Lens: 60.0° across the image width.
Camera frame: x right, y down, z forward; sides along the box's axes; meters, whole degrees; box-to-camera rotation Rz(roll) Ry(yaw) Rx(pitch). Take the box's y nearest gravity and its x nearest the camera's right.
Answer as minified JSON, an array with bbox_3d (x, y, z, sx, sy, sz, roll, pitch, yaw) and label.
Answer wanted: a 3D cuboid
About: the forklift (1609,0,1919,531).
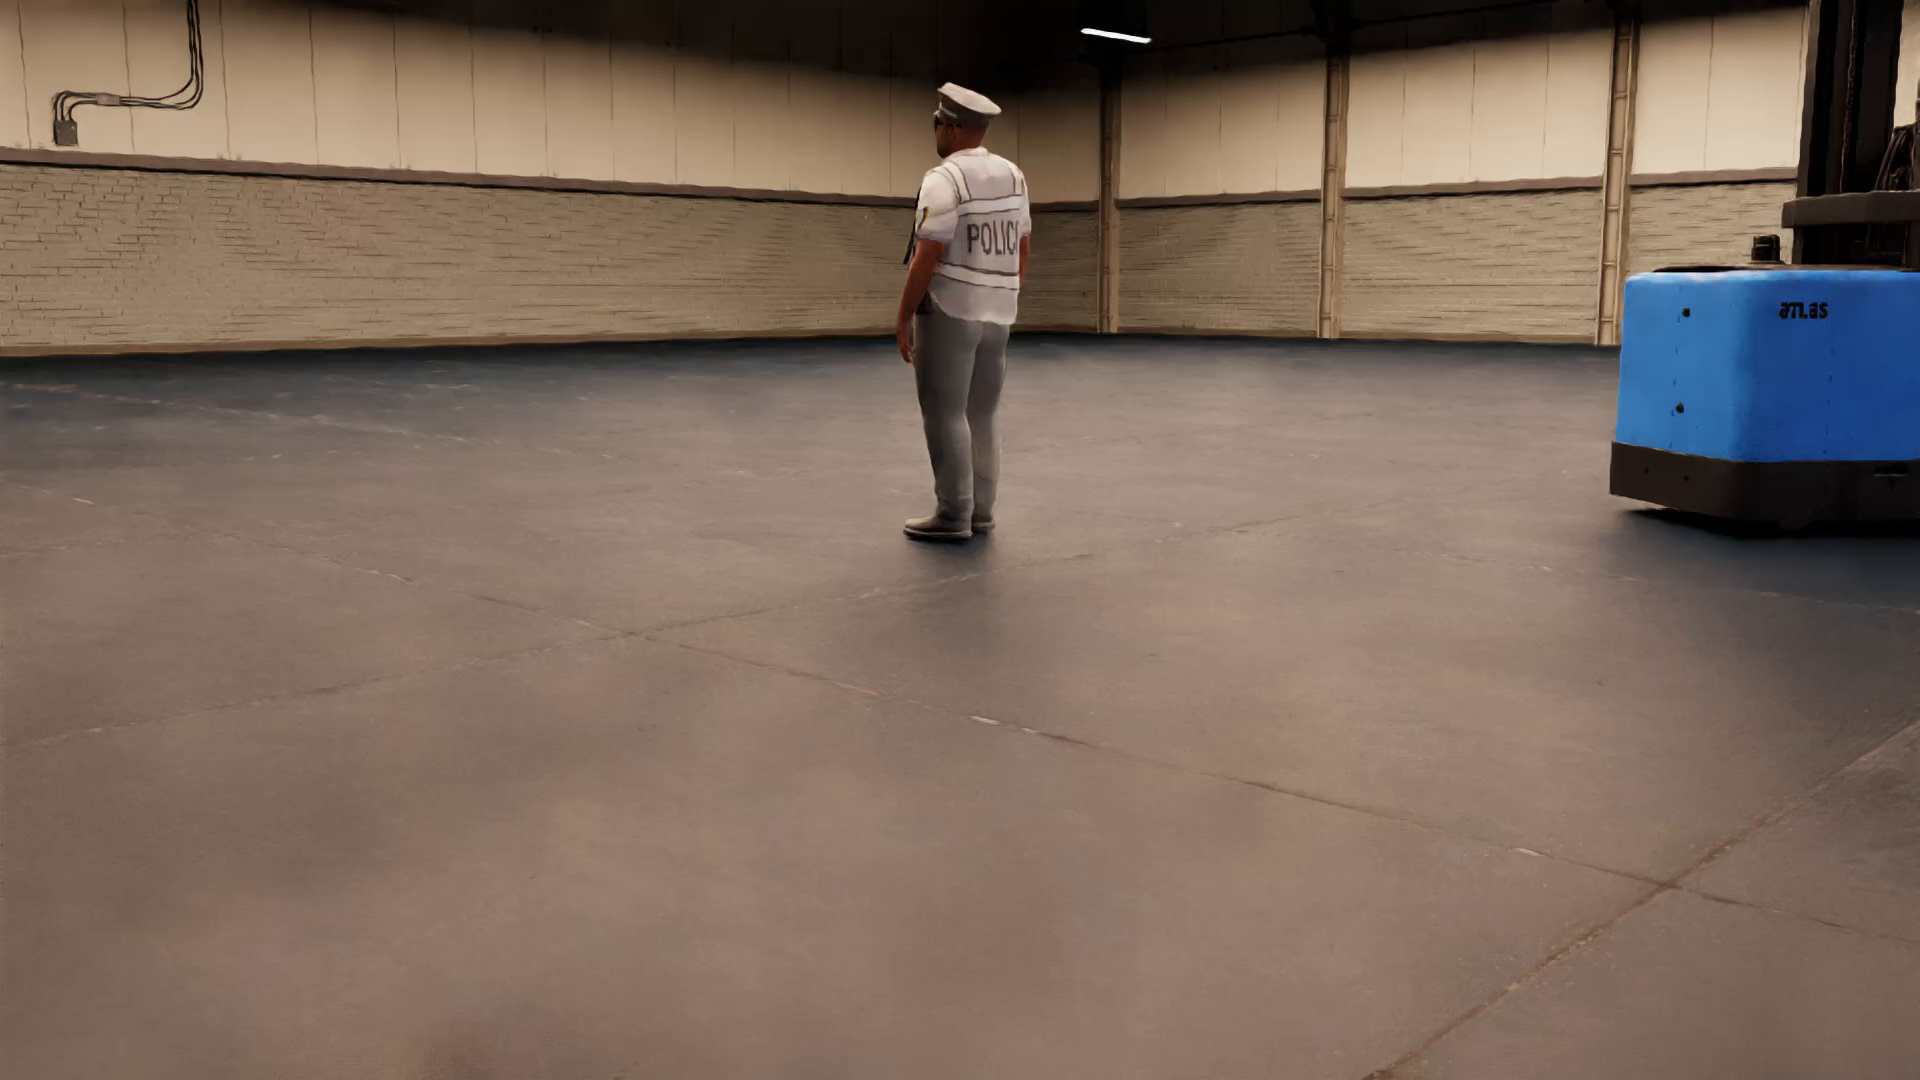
[{"bbox_3d":[4.555,-1.563,7.253,3.031,2.935,1.130,-1,9,-9],"label":"forklift"}]

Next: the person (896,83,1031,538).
[{"bbox_3d":[-0.048,-0.898,6.645,0.574,1.781,0.640,8,12,43],"label":"person"}]
